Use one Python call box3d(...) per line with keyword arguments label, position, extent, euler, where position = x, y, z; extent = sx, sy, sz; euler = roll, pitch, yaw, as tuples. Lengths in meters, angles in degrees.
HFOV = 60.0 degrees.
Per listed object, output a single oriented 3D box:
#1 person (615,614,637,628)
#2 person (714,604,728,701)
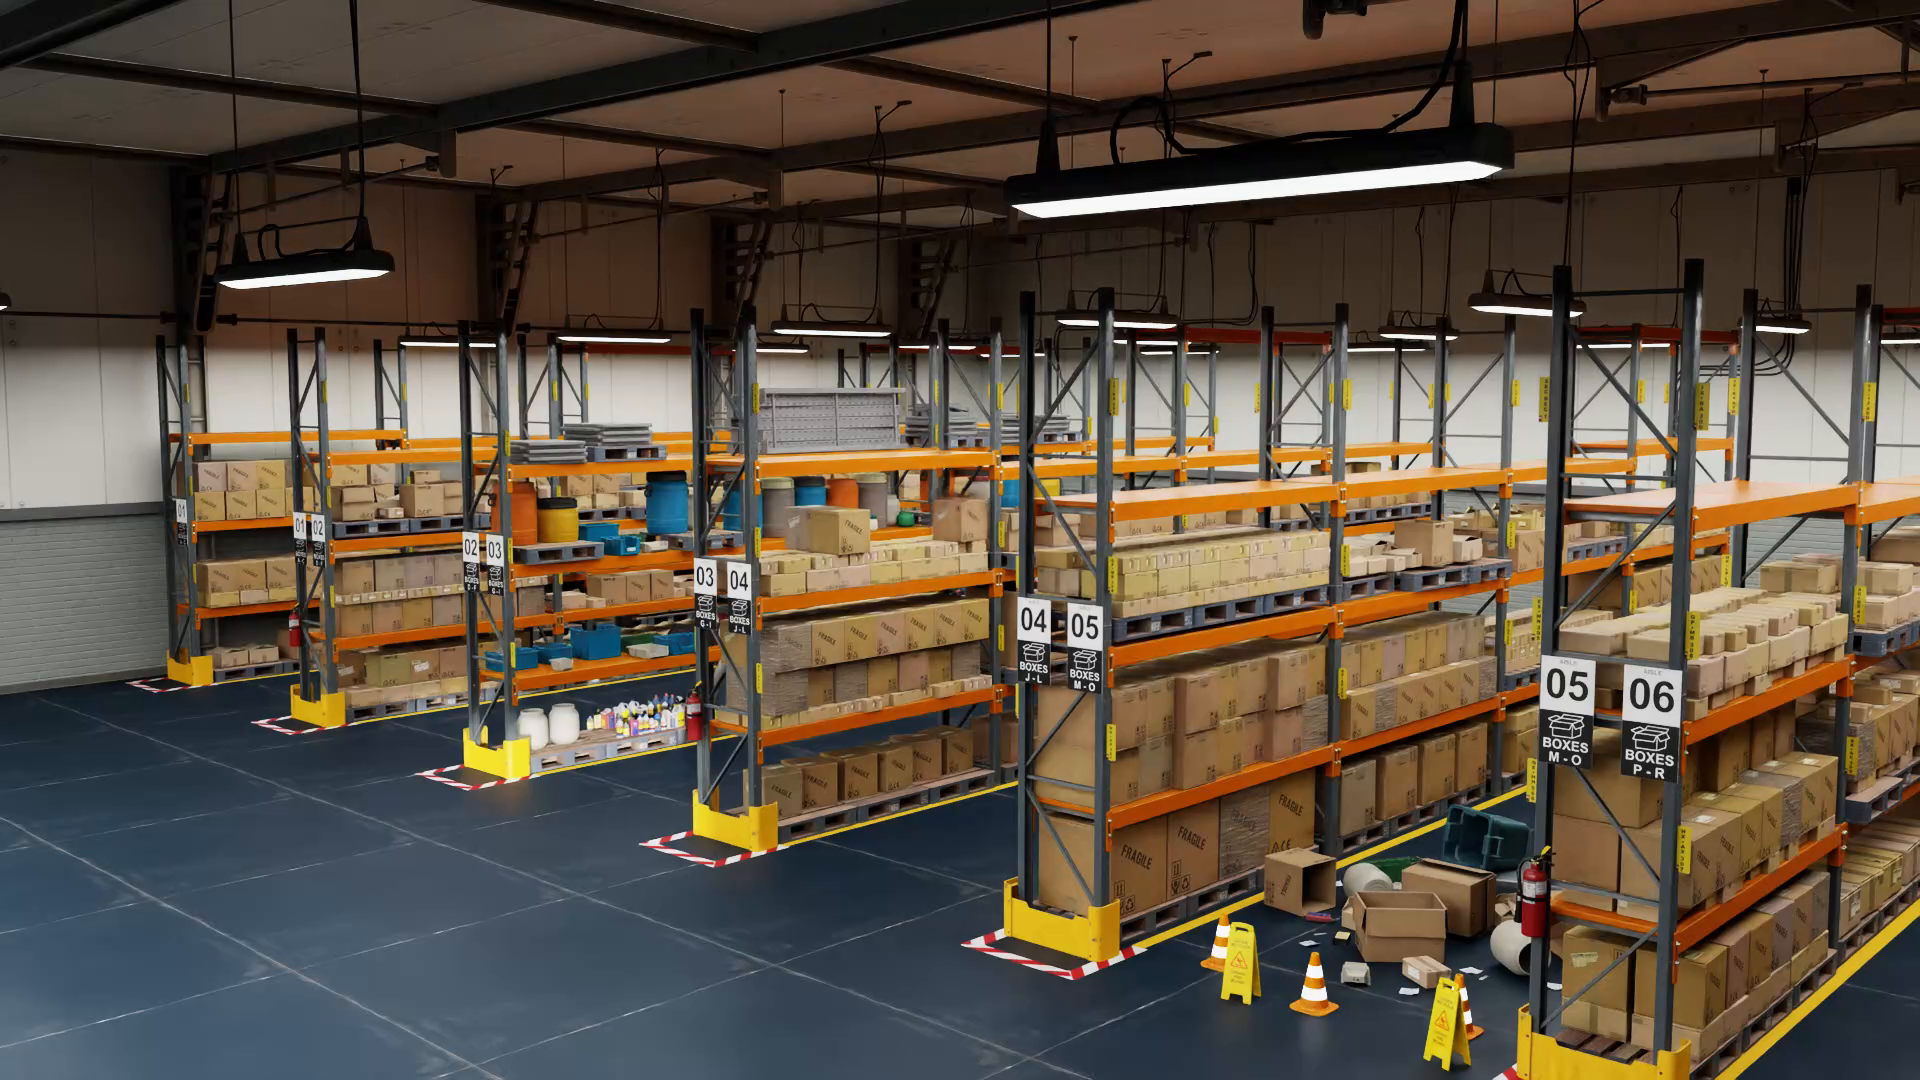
box3d(label="person", position=(-6.423, 1.457, 31.456), extent=(0.623, 1.529, 0.501), euler=(-5, 7, -44))
box3d(label="person", position=(-3.759, 1.838, 26.472), extent=(1.145, 1.665, 0.527), euler=(-3, 6, -30))
